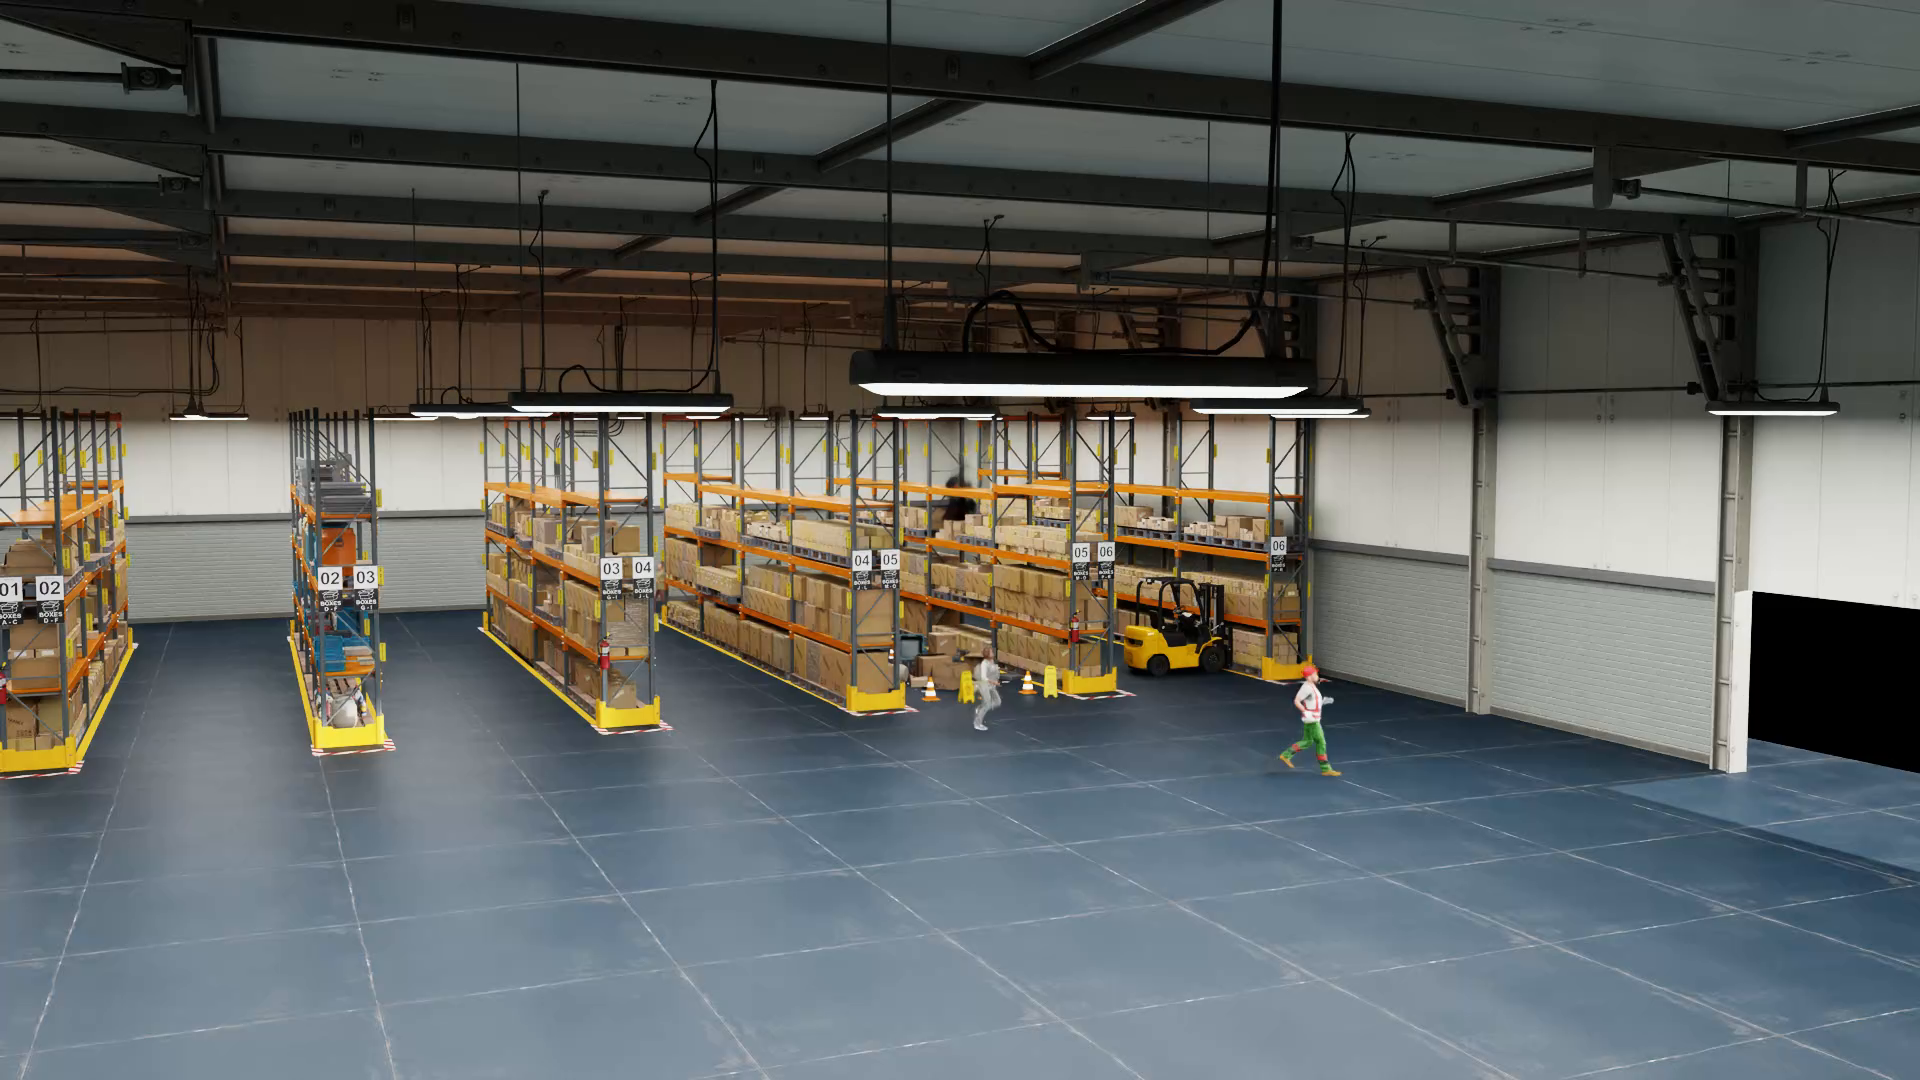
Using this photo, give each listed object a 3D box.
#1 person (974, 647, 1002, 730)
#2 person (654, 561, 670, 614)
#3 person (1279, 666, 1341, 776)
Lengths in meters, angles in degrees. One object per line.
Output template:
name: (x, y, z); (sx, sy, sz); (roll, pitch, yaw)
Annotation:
person: (0.549, 2.773, 31.073); (0.599, 1.554, 0.569); (2, 4, 26)
person: (-8.770, 1.476, 49.018); (0.825, 1.717, 0.572); (-4, 6, -44)
person: (5.682, 2.920, 26.957); (0.999, 1.766, 0.663); (1, 4, 14)
